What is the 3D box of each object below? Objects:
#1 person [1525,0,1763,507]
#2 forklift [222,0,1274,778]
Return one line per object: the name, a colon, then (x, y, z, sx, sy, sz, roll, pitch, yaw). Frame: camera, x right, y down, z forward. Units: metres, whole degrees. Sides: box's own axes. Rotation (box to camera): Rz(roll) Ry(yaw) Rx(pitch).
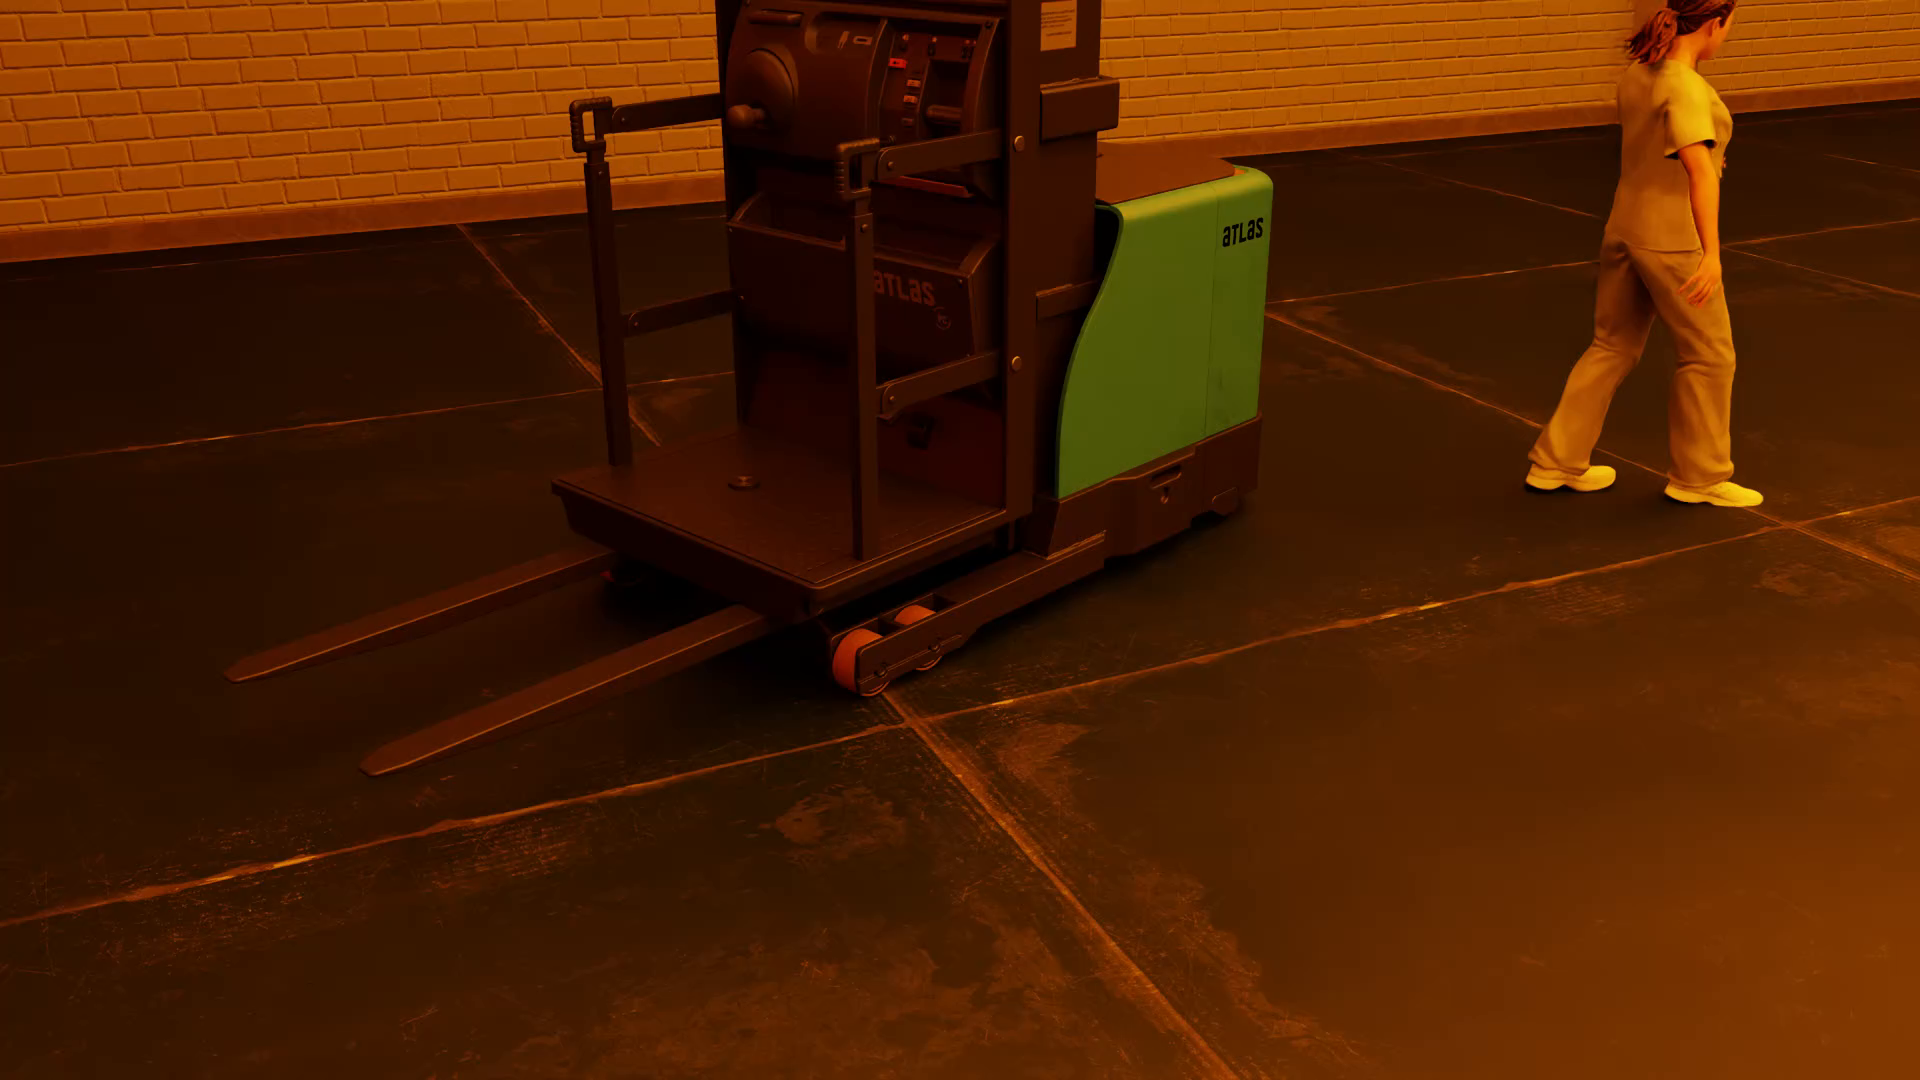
person: (2.240, -0.896, 5.139, 0.714, 1.658, 0.870, -3, 23, -7)
forklift: (-0.413, -1.182, 4.131, 1.130, 2.935, 3.031, 19, 29, 39)
